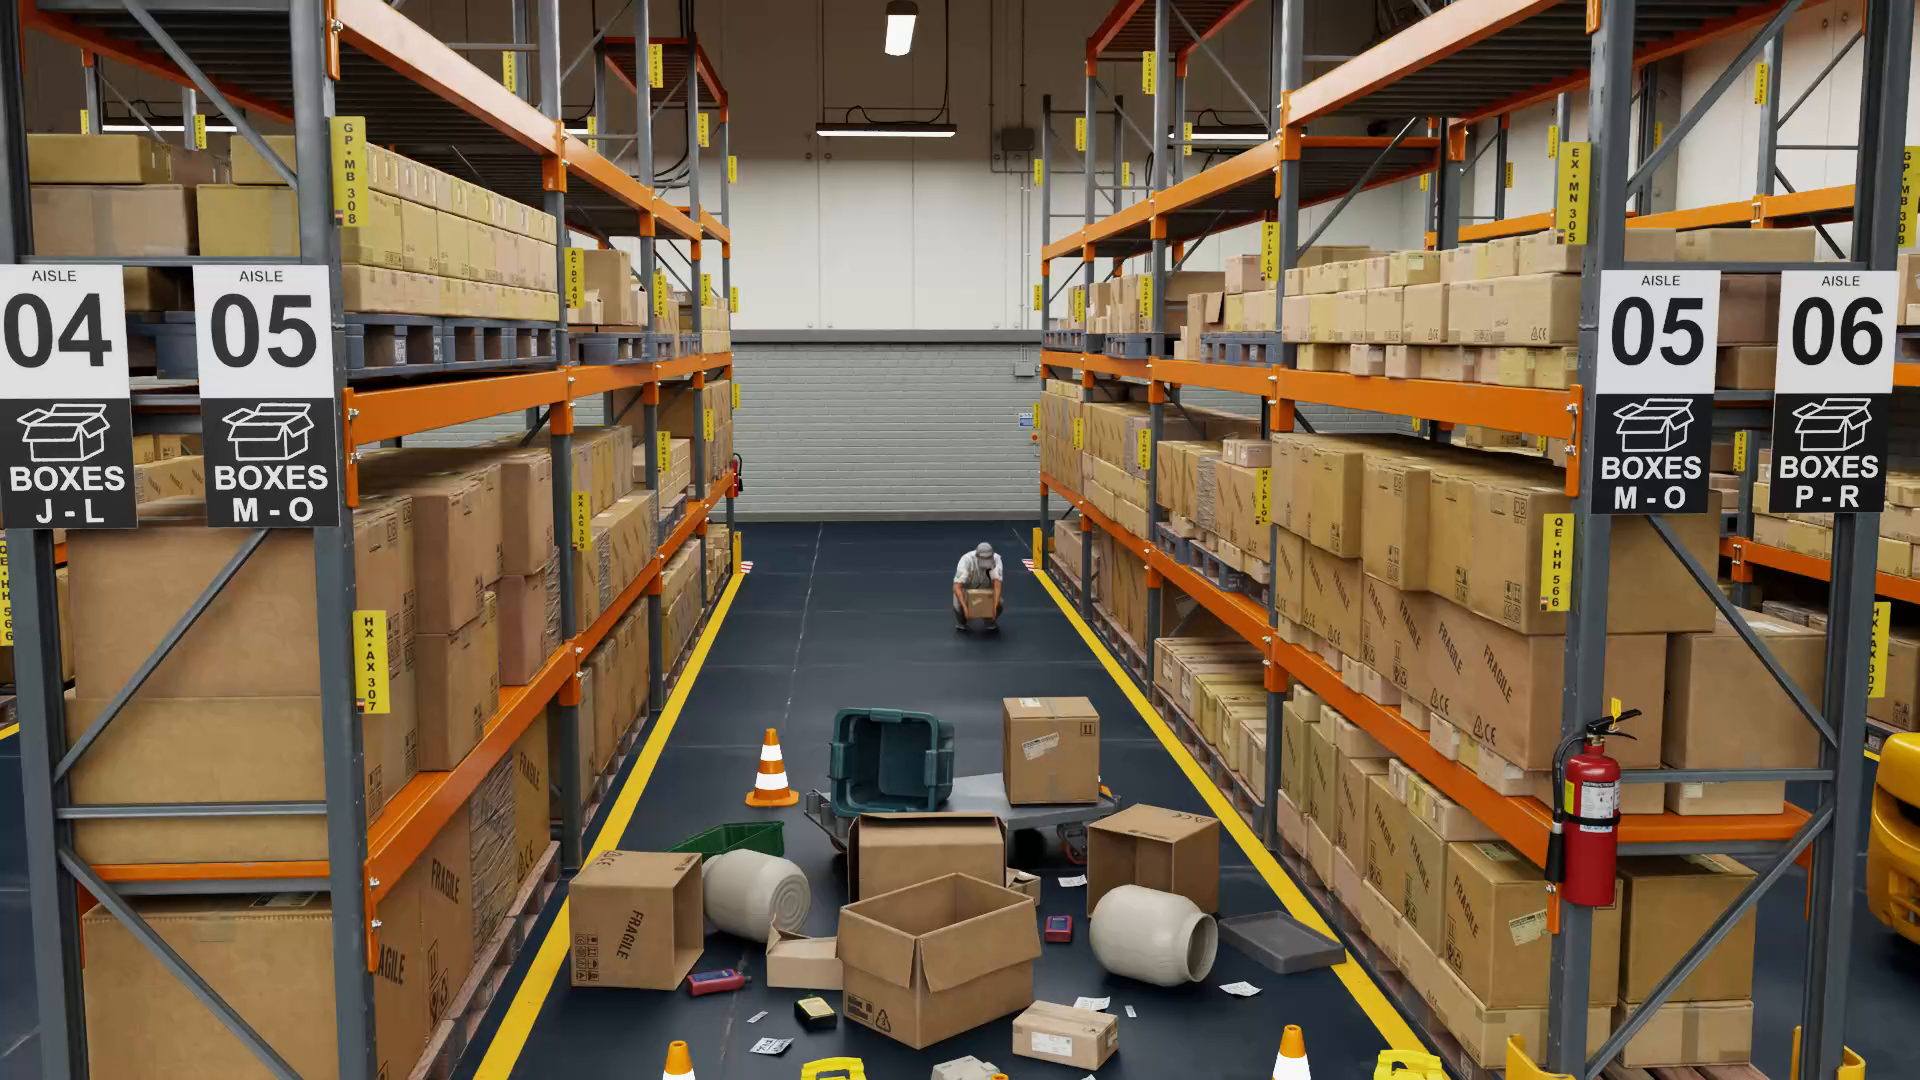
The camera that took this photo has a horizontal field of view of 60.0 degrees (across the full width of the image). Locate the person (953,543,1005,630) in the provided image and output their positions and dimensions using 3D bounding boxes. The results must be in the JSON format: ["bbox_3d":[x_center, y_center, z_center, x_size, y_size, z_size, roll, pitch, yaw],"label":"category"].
[{"bbox_3d":[0.183,0.463,17.021,0.530,0.938,0.847,0,7,-4],"label":"person"}]
